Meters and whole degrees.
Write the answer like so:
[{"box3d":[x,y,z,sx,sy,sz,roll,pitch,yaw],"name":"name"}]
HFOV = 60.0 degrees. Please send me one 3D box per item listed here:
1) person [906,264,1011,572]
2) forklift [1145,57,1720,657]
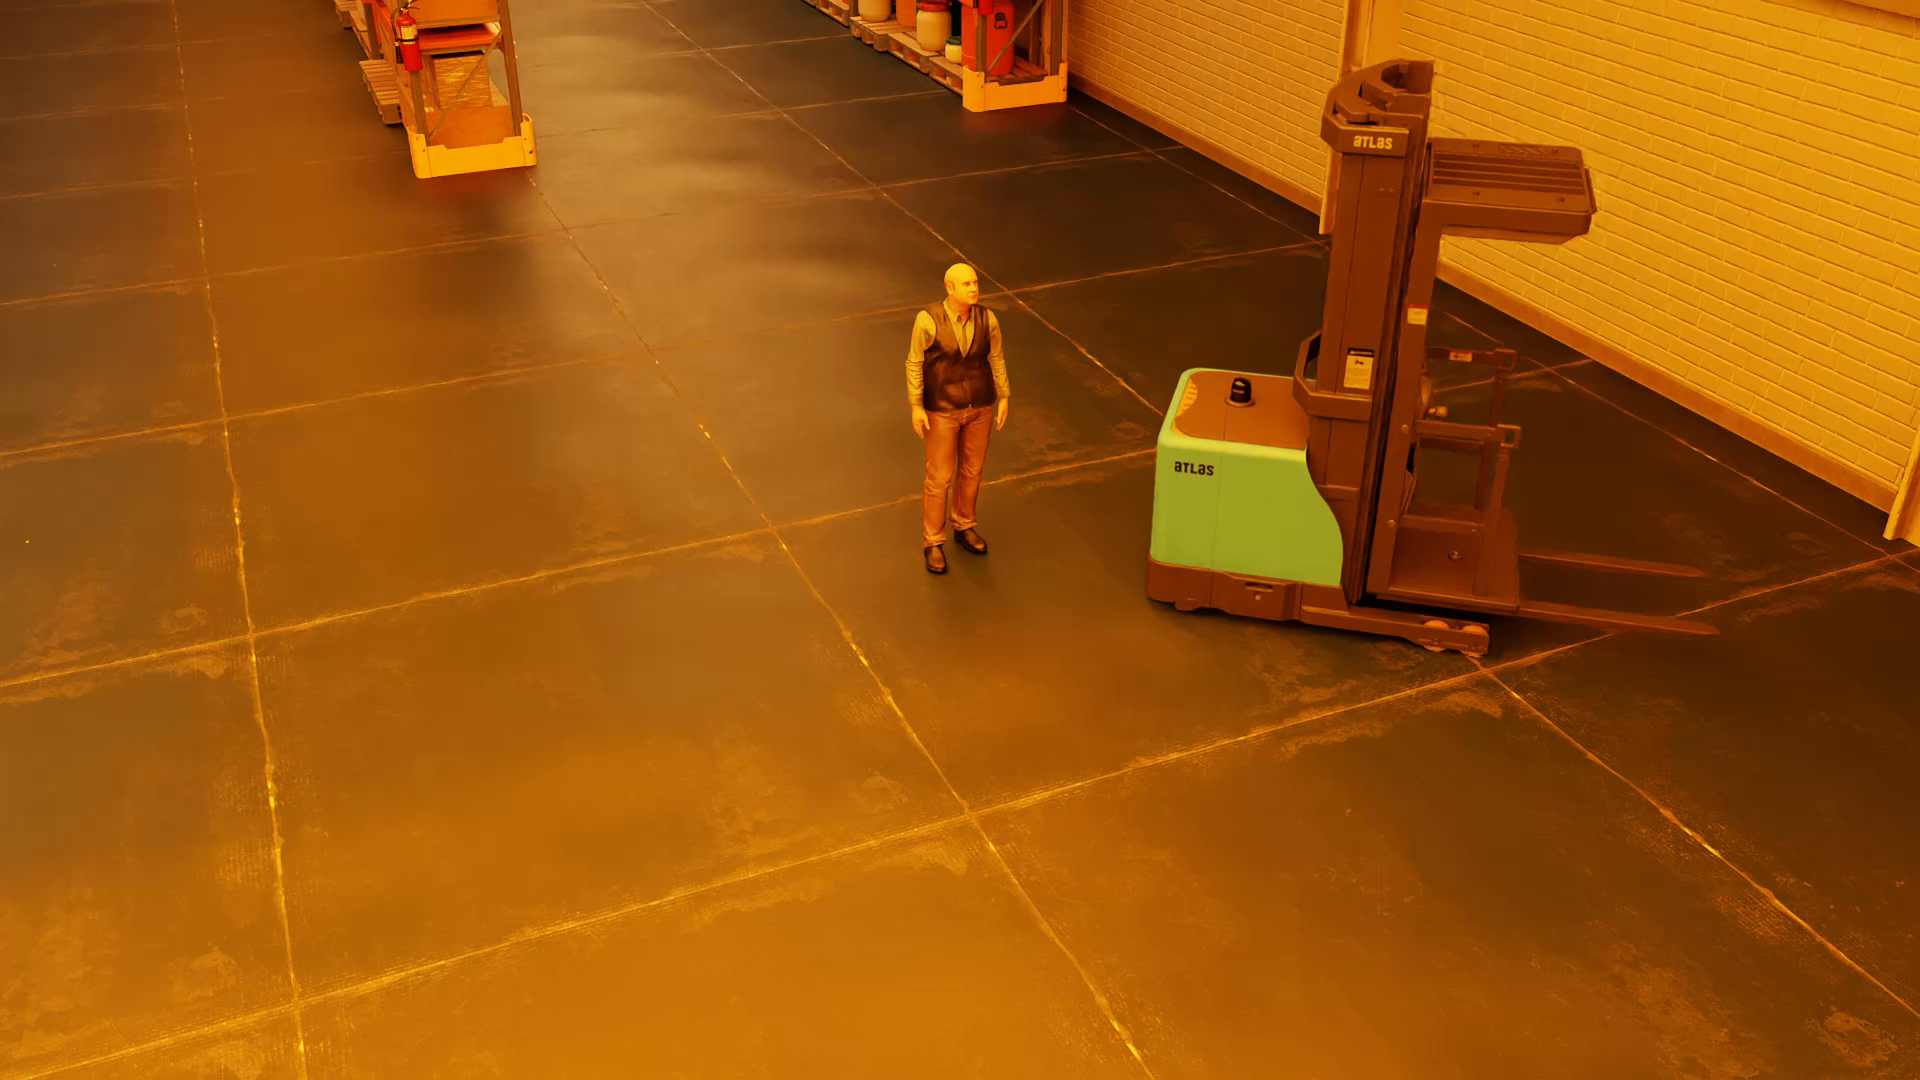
[{"box3d":[0.017,-0.724,9.590,0.632,1.720,0.568,-12,32,-20],"name":"person"},{"box3d":[2.625,-0.936,8.757,3.031,2.935,1.130,8,31,13],"name":"forklift"}]
